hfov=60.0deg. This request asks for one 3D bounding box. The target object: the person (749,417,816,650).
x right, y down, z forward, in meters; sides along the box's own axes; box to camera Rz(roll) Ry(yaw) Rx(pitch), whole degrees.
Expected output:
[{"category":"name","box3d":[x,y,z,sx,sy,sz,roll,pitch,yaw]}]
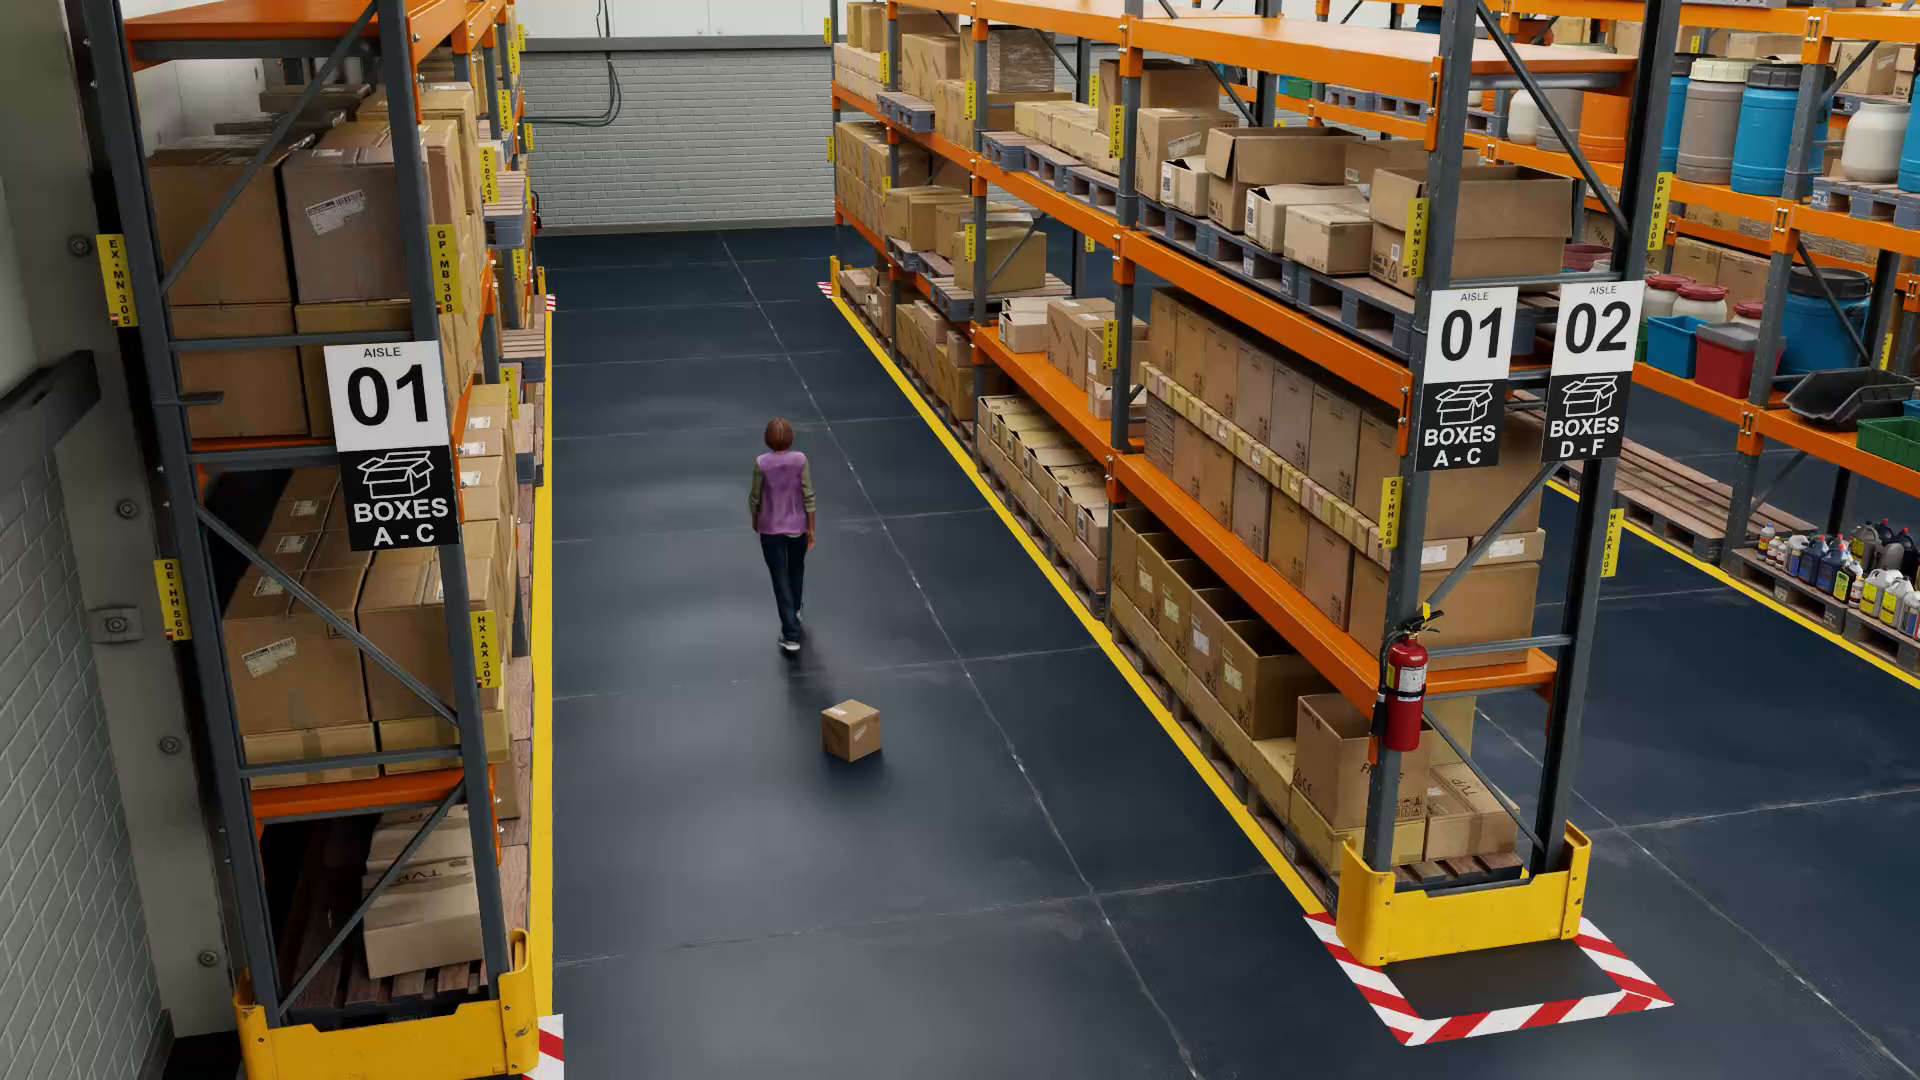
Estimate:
[{"category":"person","box3d":[-1.212,-0.084,11.293,0.428,1.584,0.827,-6,21,-16]}]
